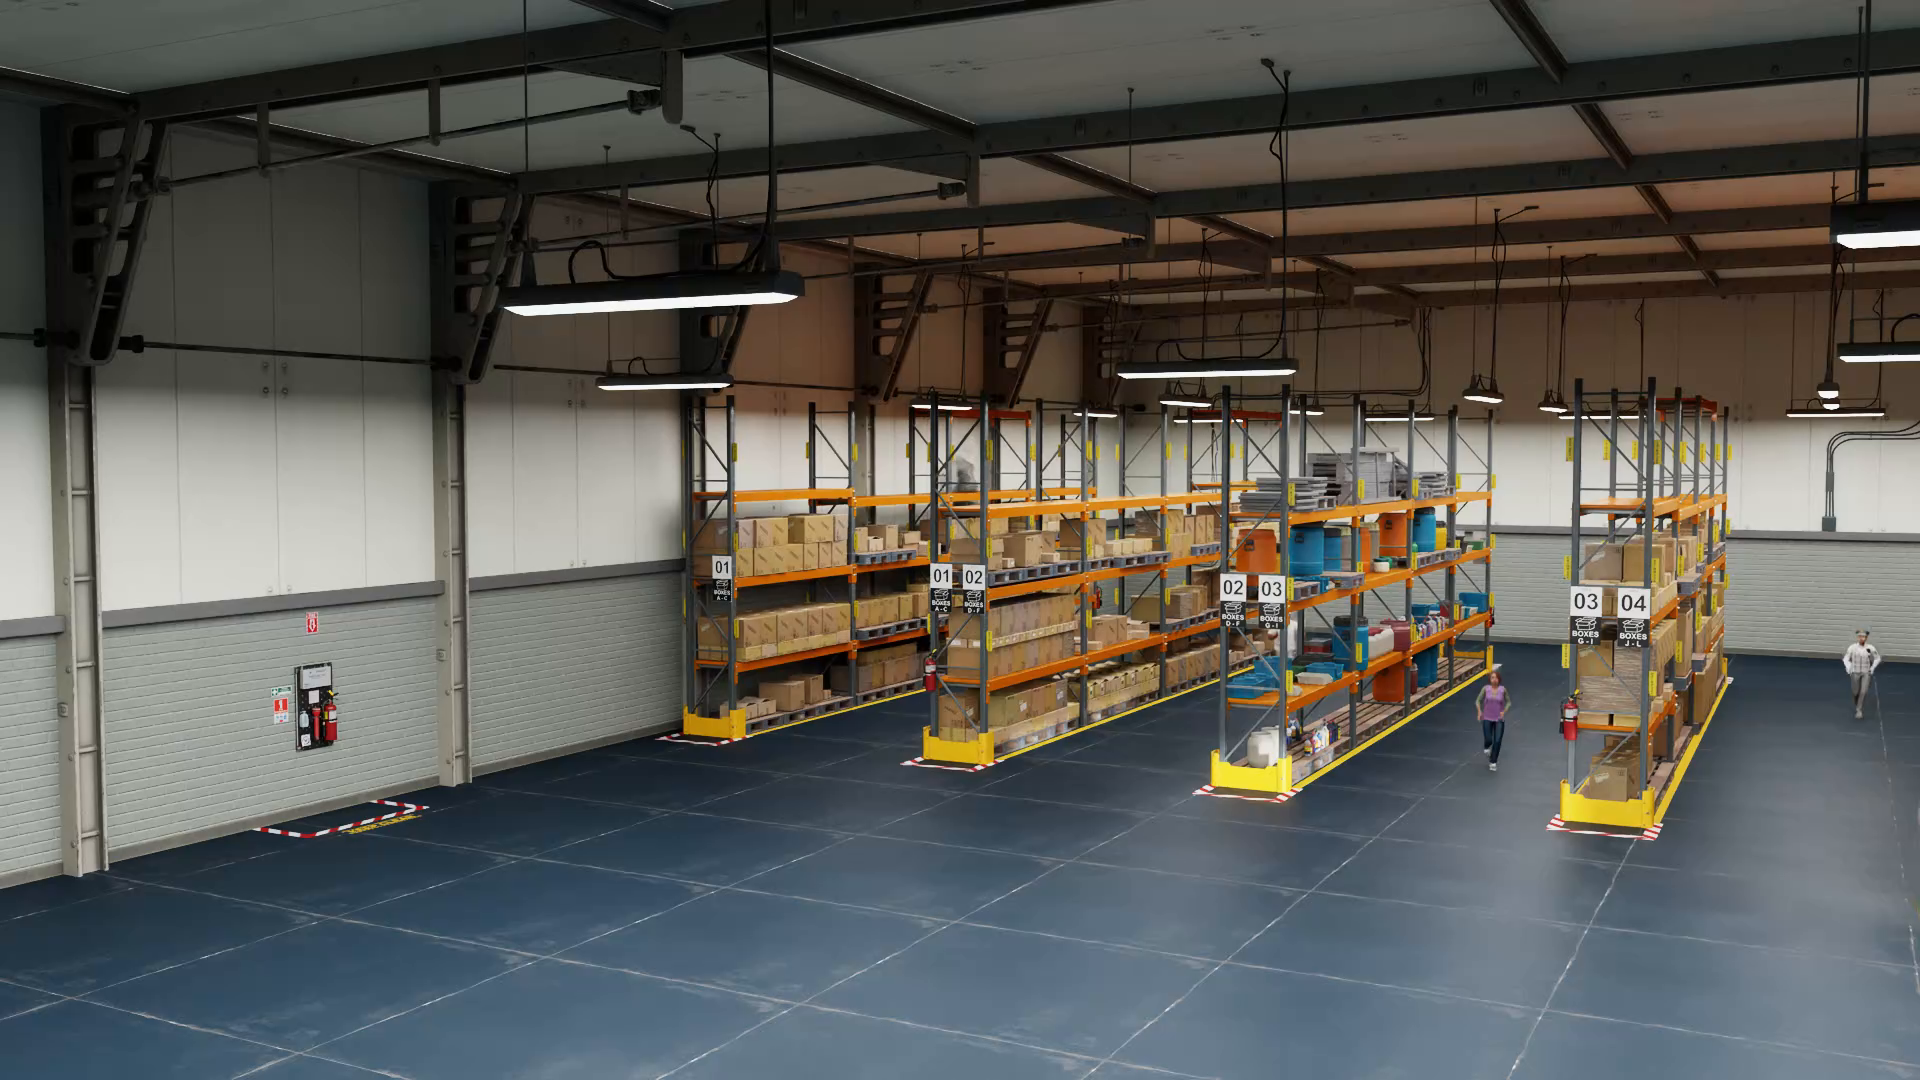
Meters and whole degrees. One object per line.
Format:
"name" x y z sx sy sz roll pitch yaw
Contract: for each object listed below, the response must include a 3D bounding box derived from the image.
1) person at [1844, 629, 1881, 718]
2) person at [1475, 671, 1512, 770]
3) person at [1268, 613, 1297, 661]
"person" 17.128 2.524 31.583 0.625 1.672 0.676 2 3 30
"person" 8.431 2.850 26.279 0.544 1.558 0.547 1 3 15
"person" 6.702 2.294 34.361 0.684 1.809 0.802 1 3 15
